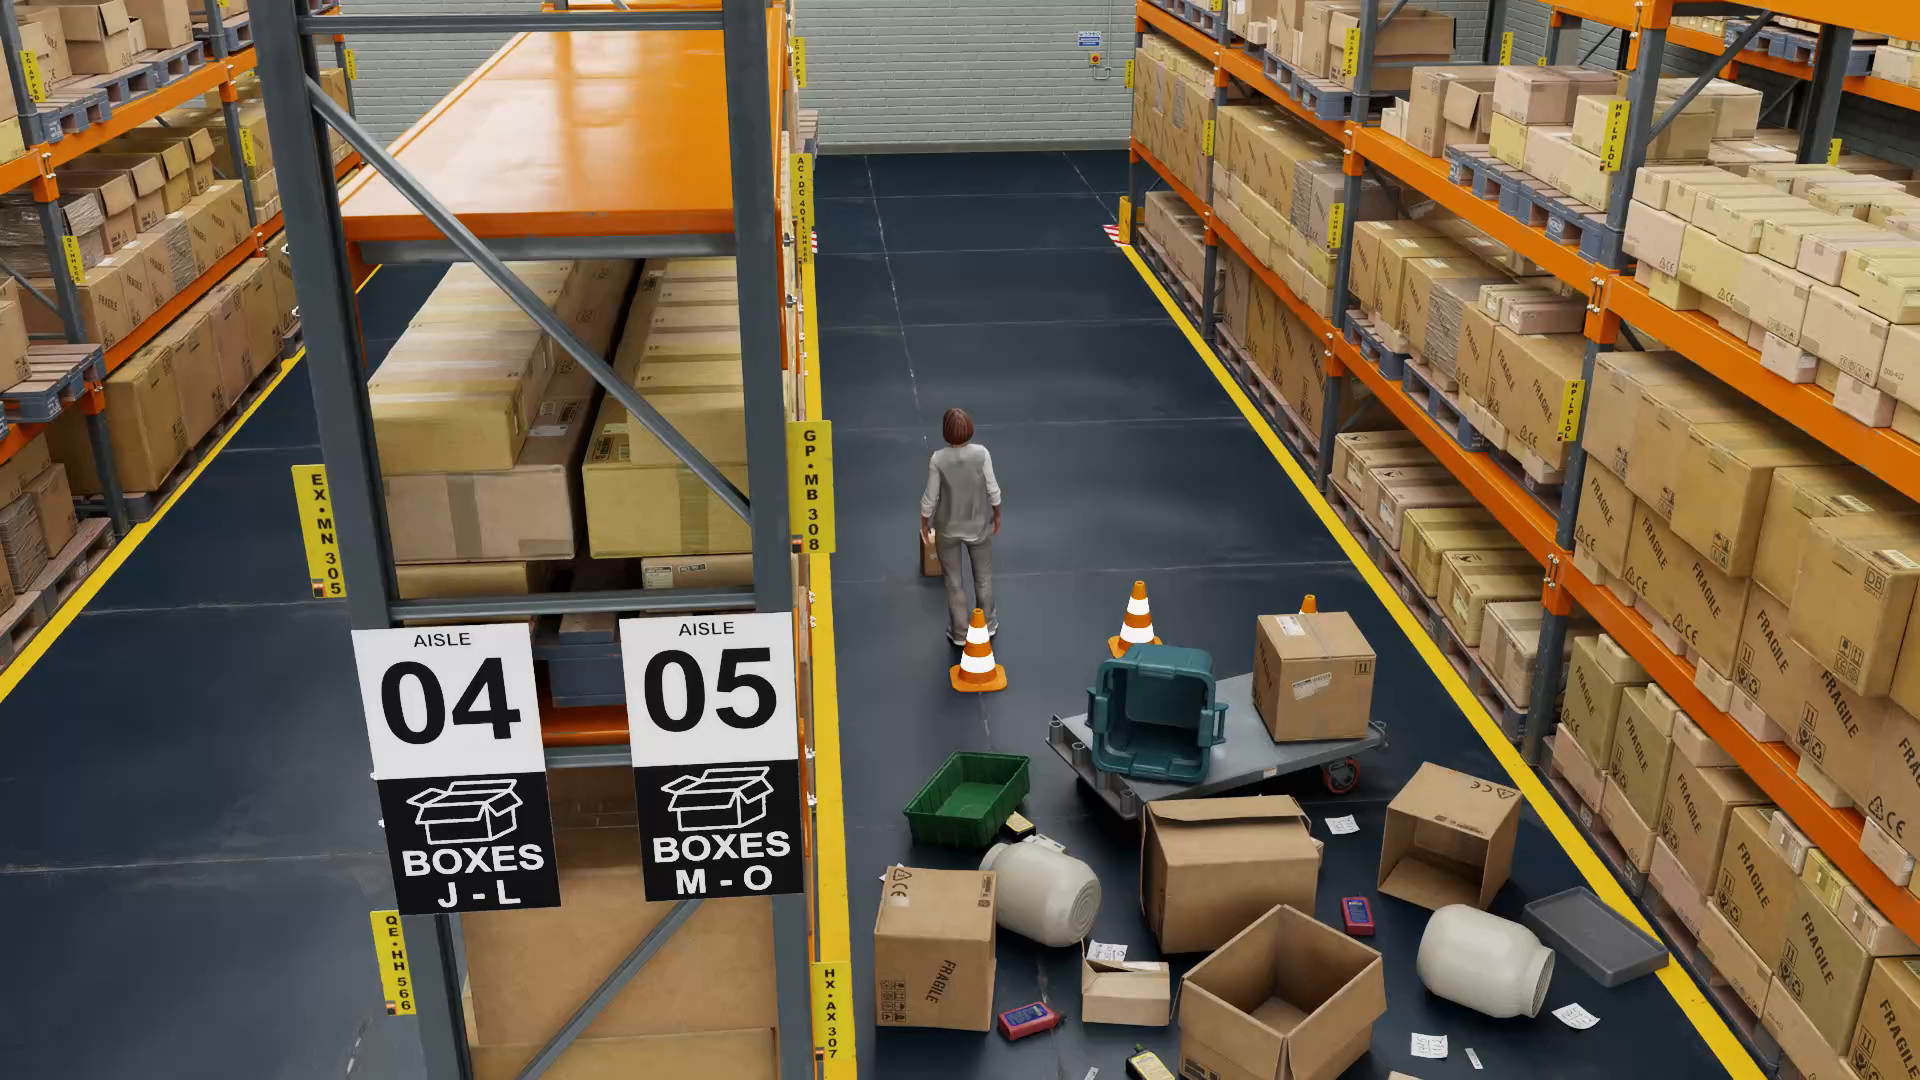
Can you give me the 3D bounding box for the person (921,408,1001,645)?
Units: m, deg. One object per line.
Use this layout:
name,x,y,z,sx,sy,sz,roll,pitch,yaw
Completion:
person,0.009,-0.092,10.320,0.520,1.579,0.475,-3,24,-6
